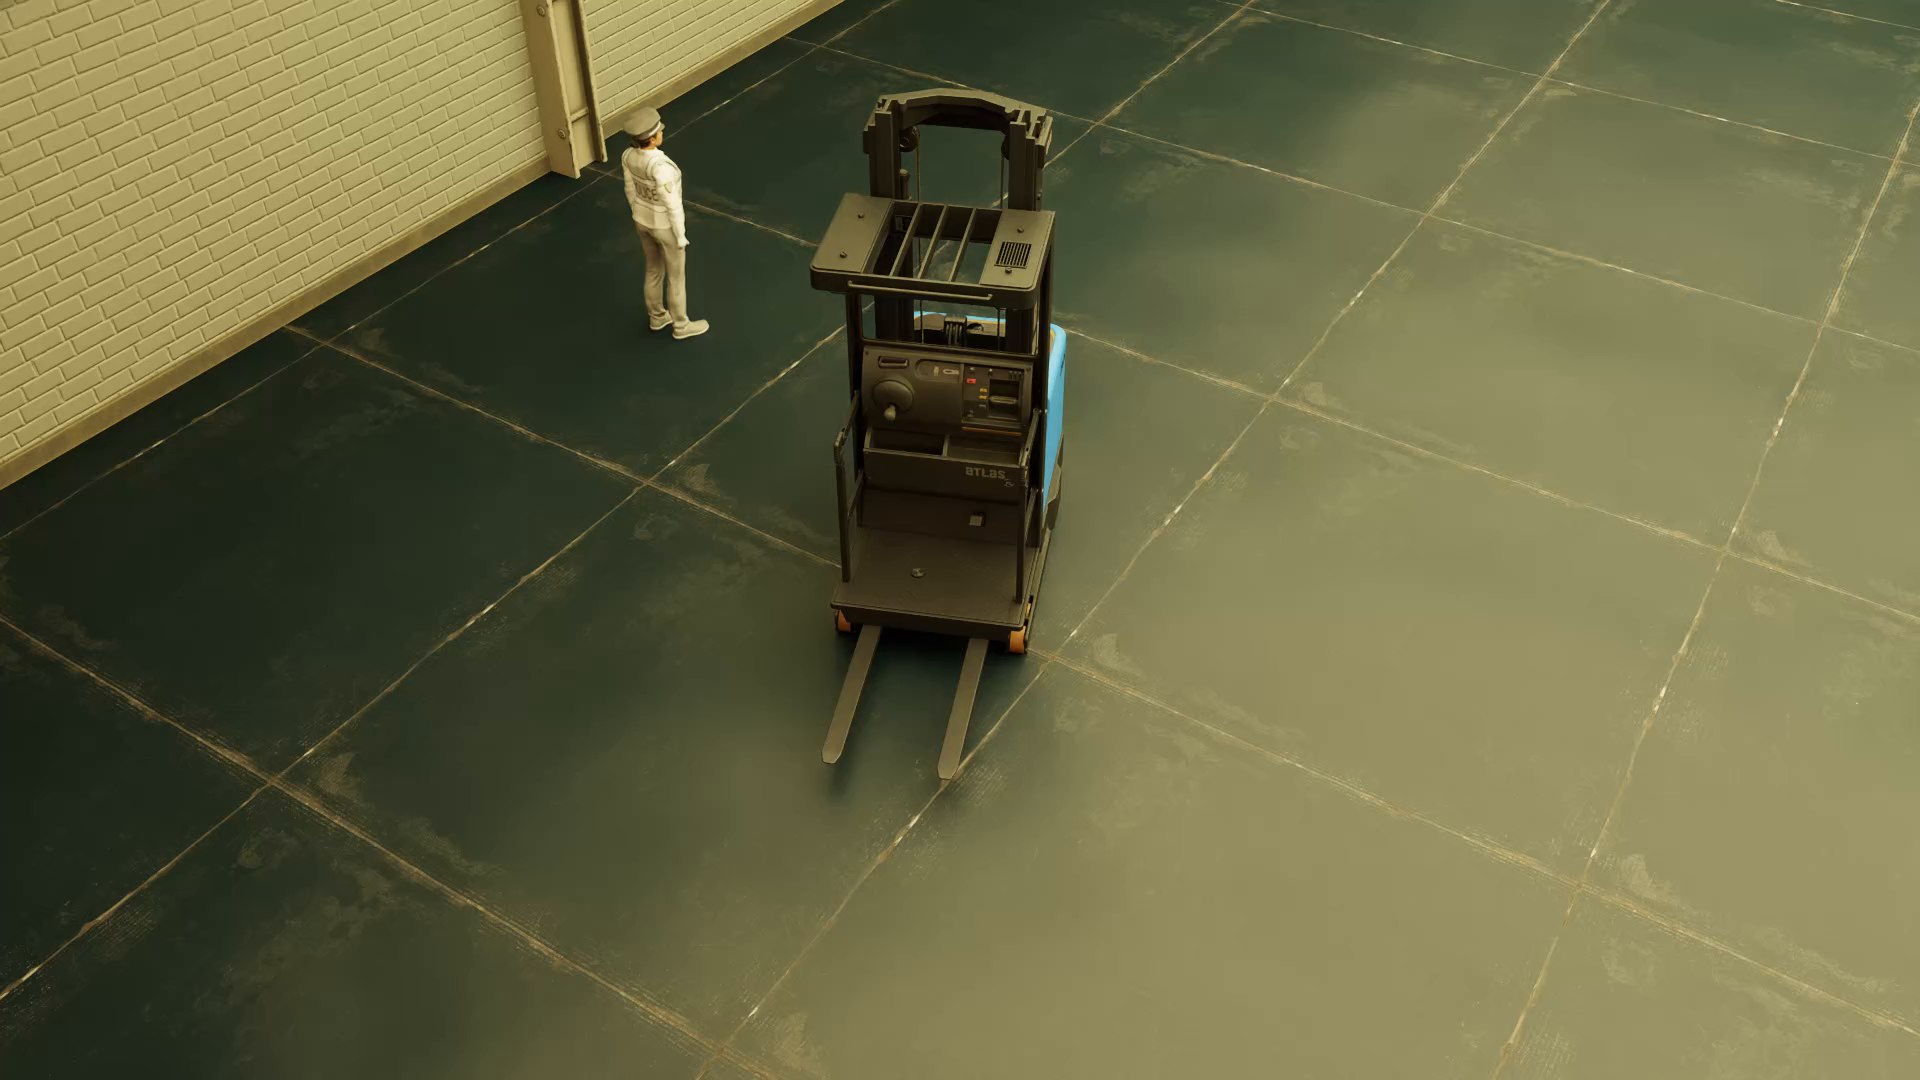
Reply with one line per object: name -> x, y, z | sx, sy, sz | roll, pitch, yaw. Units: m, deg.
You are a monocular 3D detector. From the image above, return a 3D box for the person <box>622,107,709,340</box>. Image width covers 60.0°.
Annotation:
person -> -2.069, -2.185, 11.508 | 0.464, 1.692, 0.336 | 28, 48, 29

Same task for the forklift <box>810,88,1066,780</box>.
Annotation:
forklift -> -0.108, -0.731, 8.830 | 1.130, 2.935, 3.031 | 7, 41, 8
